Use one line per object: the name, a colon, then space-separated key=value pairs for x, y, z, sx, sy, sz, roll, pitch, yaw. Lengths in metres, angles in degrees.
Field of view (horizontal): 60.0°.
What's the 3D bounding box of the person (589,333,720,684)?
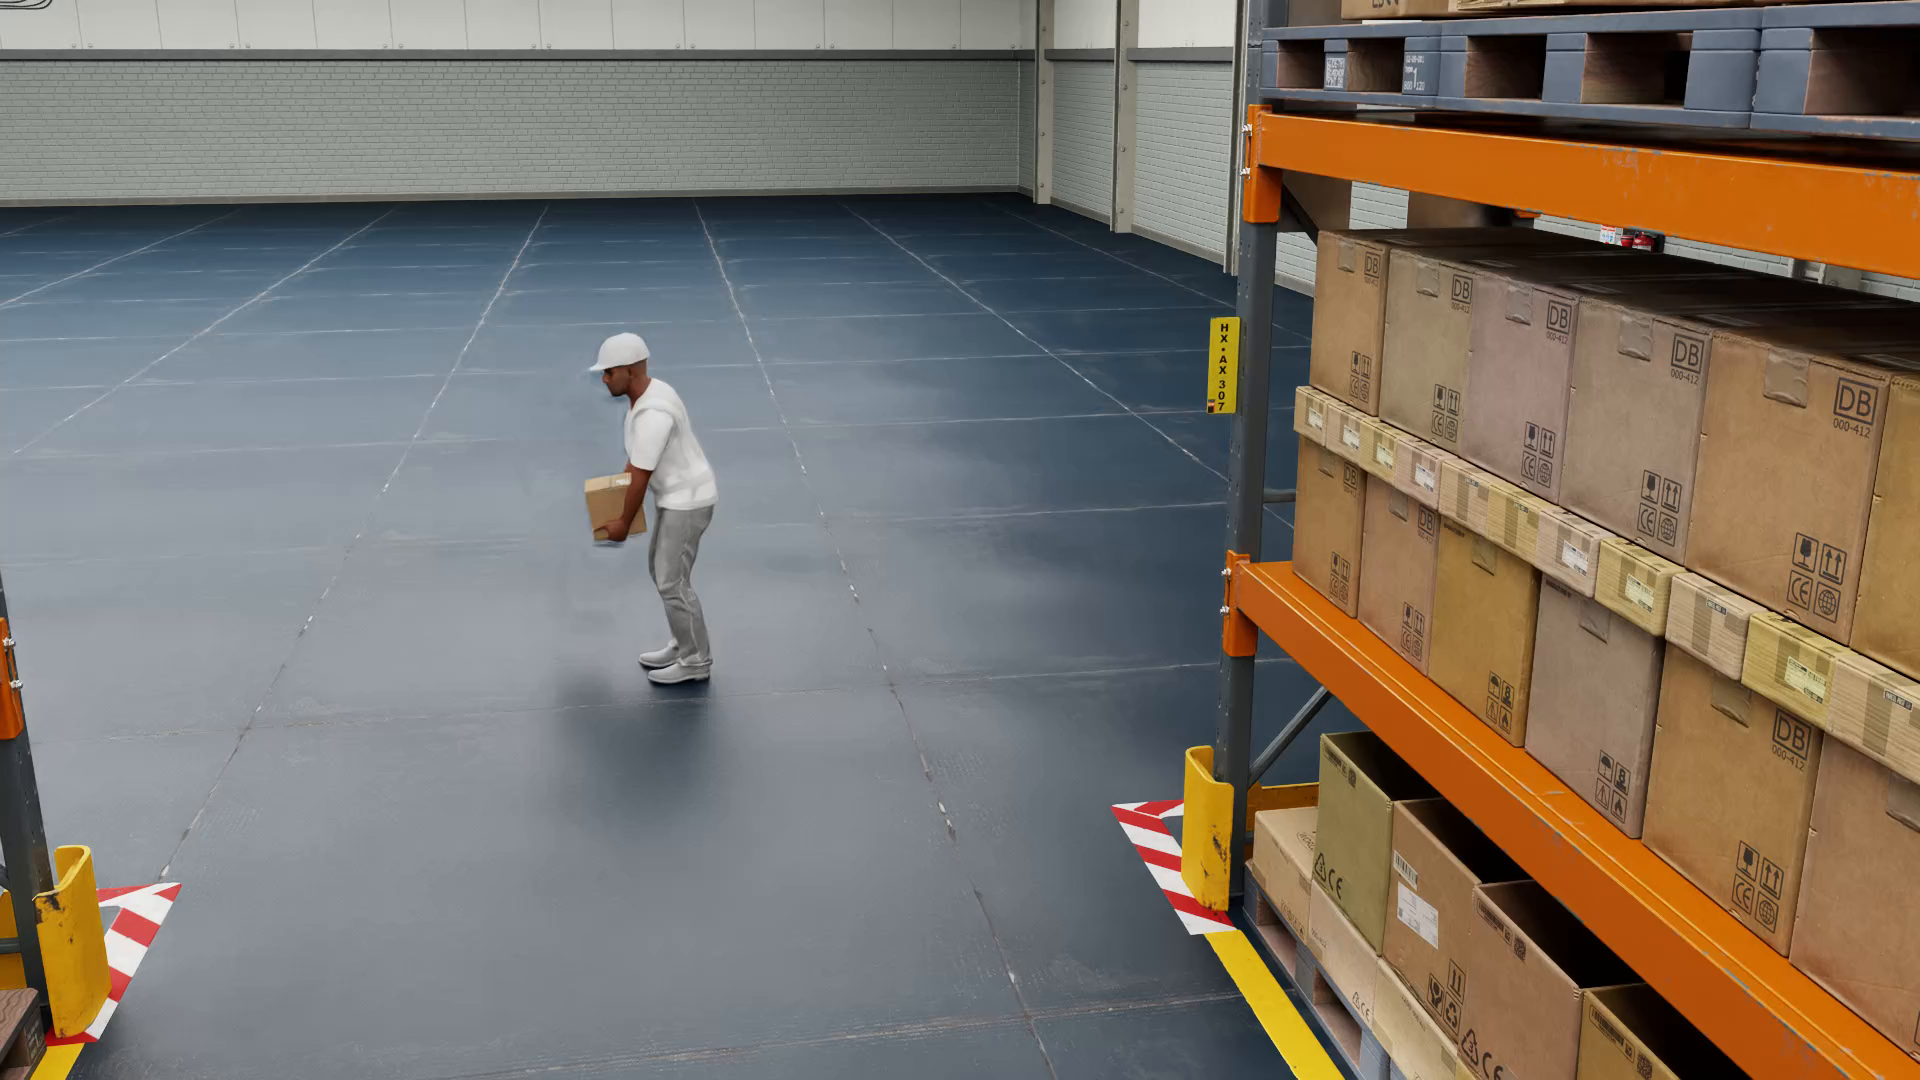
person: x=-1.482 y=-0.157 z=8.114 sx=0.611 sy=1.718 sz=0.493 roll=-3 pitch=17 yaw=-11
